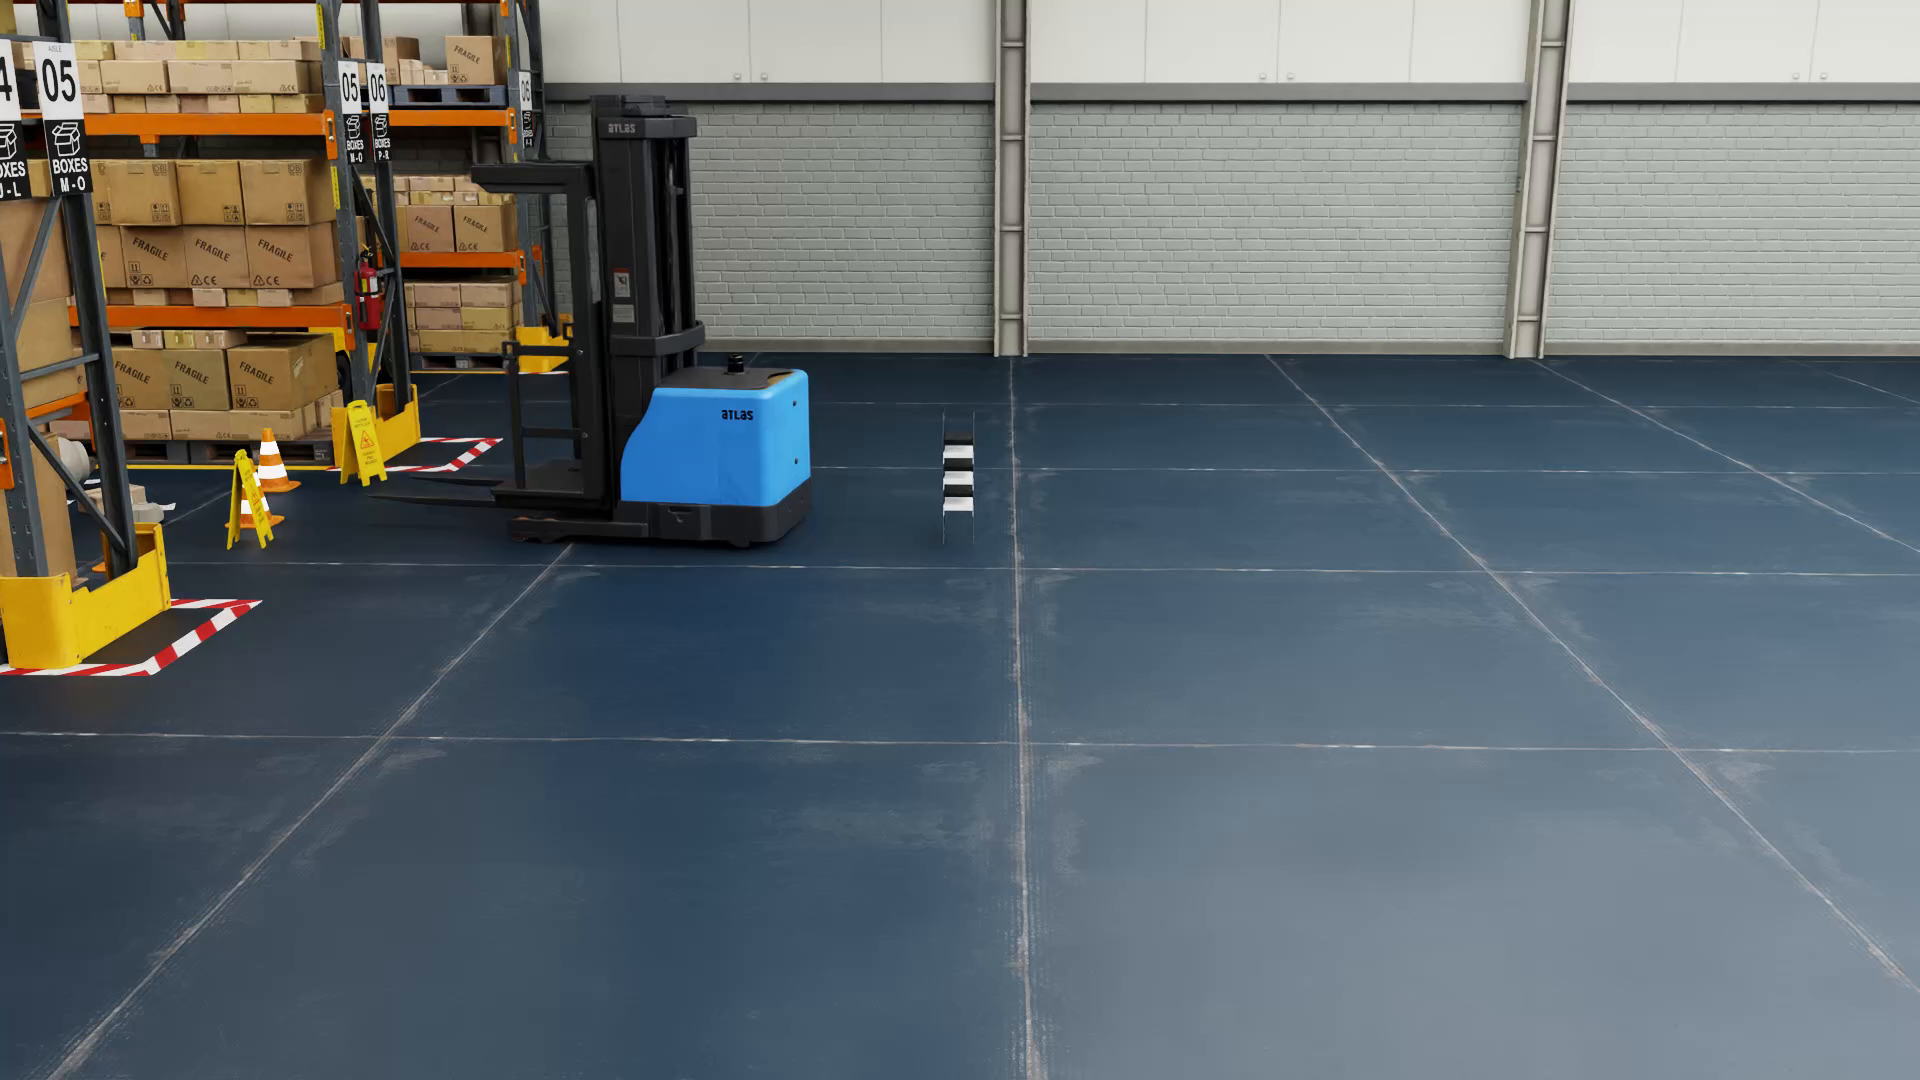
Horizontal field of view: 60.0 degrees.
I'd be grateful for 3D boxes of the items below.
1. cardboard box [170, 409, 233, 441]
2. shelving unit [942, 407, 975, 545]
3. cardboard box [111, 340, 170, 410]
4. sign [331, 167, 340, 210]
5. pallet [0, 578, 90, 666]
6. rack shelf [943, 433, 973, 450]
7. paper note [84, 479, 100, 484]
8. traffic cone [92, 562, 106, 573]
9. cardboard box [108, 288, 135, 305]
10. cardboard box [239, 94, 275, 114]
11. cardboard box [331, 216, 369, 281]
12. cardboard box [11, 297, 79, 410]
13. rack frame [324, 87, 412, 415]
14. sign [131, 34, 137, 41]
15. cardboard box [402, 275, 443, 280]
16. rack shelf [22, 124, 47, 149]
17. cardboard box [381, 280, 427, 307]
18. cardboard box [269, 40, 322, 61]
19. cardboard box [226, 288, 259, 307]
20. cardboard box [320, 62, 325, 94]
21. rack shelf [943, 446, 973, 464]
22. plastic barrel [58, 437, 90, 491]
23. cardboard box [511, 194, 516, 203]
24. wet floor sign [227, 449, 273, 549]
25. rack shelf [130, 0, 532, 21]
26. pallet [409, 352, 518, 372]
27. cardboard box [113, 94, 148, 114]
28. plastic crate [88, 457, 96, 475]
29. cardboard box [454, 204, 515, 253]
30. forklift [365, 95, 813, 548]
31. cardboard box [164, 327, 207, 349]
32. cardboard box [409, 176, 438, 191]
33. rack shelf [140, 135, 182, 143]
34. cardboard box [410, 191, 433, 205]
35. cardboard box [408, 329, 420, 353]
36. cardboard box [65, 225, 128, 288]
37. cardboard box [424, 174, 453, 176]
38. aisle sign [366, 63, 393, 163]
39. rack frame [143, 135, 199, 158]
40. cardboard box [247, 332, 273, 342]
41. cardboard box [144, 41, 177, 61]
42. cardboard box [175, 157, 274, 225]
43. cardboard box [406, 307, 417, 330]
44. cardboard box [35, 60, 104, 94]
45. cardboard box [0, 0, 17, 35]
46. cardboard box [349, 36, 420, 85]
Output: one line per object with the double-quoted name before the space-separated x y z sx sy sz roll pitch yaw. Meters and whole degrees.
"cardboard box" -6.182 -0.998 13.808 0.500 0.250 0.500 0 15 2
"shelving unit" -0.008 -0.435 11.225 0.210 0.900 0.258 0 15 1
"cardboard box" -6.683 -1.364 13.729 0.500 0.500 0.500 0 15 0
"sign" -4.883 -2.753 13.006 0.005 0.325 0.100 0 15 1
"pallet" -5.676 0.444 9.243 1.213 0.211 1.003 0 15 1
"rack shelf" -0.008 -0.664 11.165 0.200 0.077 0.258 0 15 1
"paper note" -6.788 -0.469 13.060 0.148 0.019 0.142 -5 16 -18
"traffic cone" -5.369 -0.058 10.653 0.334 0.463 0.336 0 15 1
"cardboard box" -6.756 -2.023 13.622 0.250 0.149 0.380 0 15 1
"cardboard box" -5.463 -3.435 13.093 0.250 0.149 0.380 0 15 2
"cardboard box" -5.316 -2.448 13.959 0.500 0.500 0.500 0 15 1
"cardboard box" -5.247 -0.982 8.889 0.550 0.550 0.875 0 15 1
"rack frame" -4.849 -2.182 13.730 0.127 3.000 1.000 0 15 1
"sign" -8.729 -5.188 17.614 0.005 0.325 0.100 0 15 1
"cardboard box" -6.201 -2.865 18.924 0.500 0.250 0.500 0 15 1
"rack shelf" -6.874 -2.035 8.702 4.000 0.370 1.077 0 15 1
"cardboard box" -6.210 -2.731 18.418 0.500 0.250 0.500 1 15 2
"cardboard box" -5.195 -3.823 13.001 0.250 0.149 0.380 1 15 2
"cardboard box" -5.740 -1.989 13.491 0.250 0.149 0.380 0 15 0
"cardboard box" -5.345 -3.775 13.599 0.500 0.250 0.500 0 15 0
"rack shelf" -0.008 -0.577 11.188 0.200 0.077 0.258 0 15 1
"plastic barrel" -6.953 -0.564 12.647 0.421 0.421 0.512 13 19 40
"cardboard box" -5.059 -3.878 18.692 0.250 0.149 0.380 0 15 0
"wet floor sign" -4.795 -0.285 11.157 0.232 0.644 0.267 -2 15 -8
"rack shelf" -6.726 -5.820 17.955 4.000 0.370 1.077 0 15 1
"pallet" -5.492 -2.094 18.863 1.213 0.211 1.003 0 15 1
"cardboard box" -6.493 -3.457 13.177 0.250 0.149 0.380 0 15 0
"plastic crate" -7.299 -0.577 13.370 0.583 0.080 0.402 -5 16 -18
"cardboard box" -5.225 -3.432 18.274 0.500 0.500 0.500 0 15 0
"forklift" -2.619 -1.529 11.388 3.031 2.935 1.130 3 15 10
"cardboard box" -6.277 -1.658 13.570 0.250 0.149 0.380 1 15 2
"cardboard box" -5.846 -3.911 18.234 0.250 0.149 0.380 0 15 2
"rack shelf" -10.724 -4.589 18.386 4.000 0.370 1.077 0 15 1
"cardboard box" -5.842 -3.757 18.231 0.250 0.149 0.380 0 15 1
"cardboard box" -6.201 -2.255 18.574 0.500 0.250 0.500 1 15 2
"cardboard box" -6.906 -2.324 13.490 0.500 0.500 0.500 1 15 2
"cardboard box" -5.829 -4.024 18.662 0.250 0.149 0.380 0 15 2
"aisle sign" -4.779 -3.518 13.697 0.004 0.787 0.394 0 15 1
"rack frame" -8.725 -3.474 18.627 0.127 3.000 1.000 0 15 1
"cardboard box" -6.195 -1.496 14.228 0.500 0.500 0.500 0 15 -1
"cardboard box" -6.204 -3.850 13.102 0.250 0.149 0.380 0 15 1
"cardboard box" -5.871 -2.810 13.373 0.500 0.500 0.700 1 15 2
"cardboard box" -6.239 -2.491 18.487 0.500 0.250 0.500 0 15 0
"cardboard box" -6.894 -3.647 13.113 0.500 0.250 0.500 1 15 2
"cardboard box" -5.351 -2.761 8.735 0.500 0.250 0.500 0 15 1
"cardboard box" -6.196 -5.171 17.964 0.500 0.500 0.700 0 15 2
